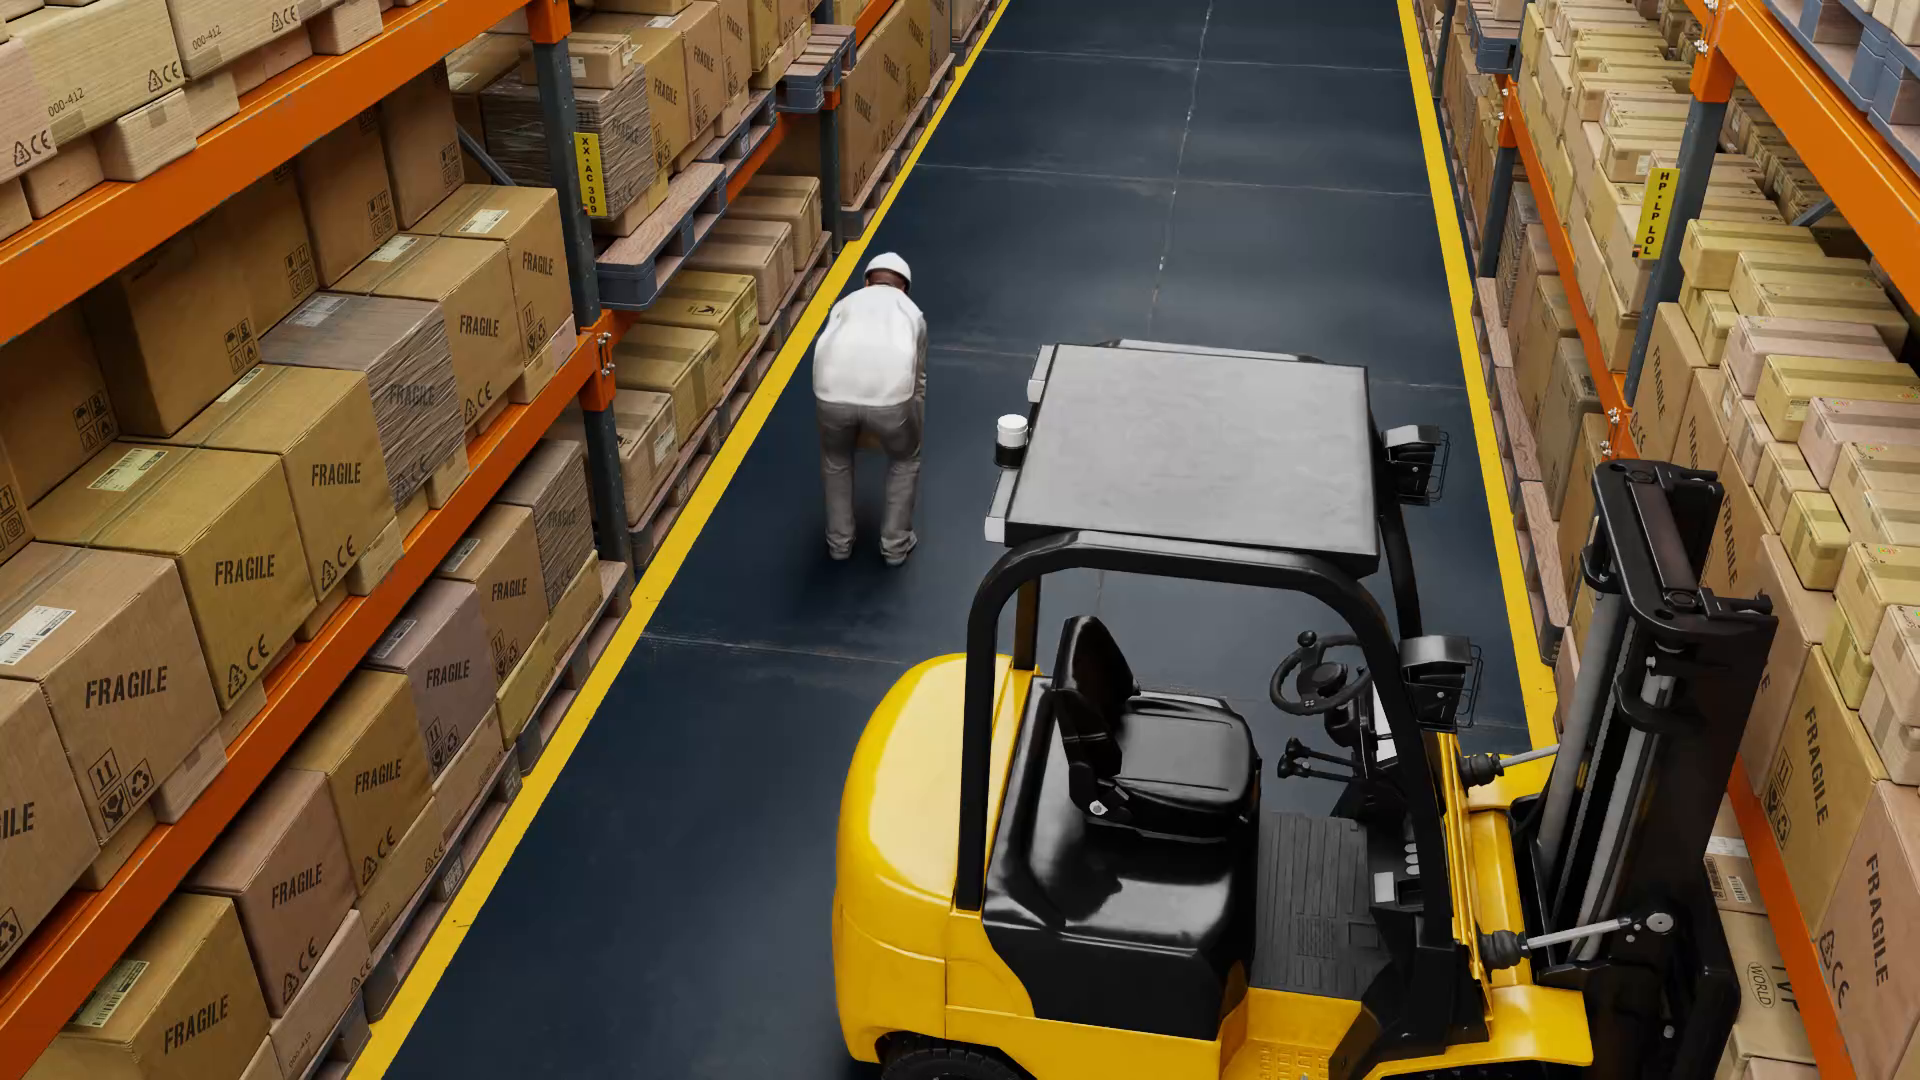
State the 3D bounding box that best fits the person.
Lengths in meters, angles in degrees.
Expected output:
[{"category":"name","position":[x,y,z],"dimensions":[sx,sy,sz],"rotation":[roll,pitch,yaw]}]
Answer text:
[{"category":"person","position":[-0.381,-0.596,7.597],"dimensions":[0.459,1.202,0.995],"rotation":[4,32,6]}]
